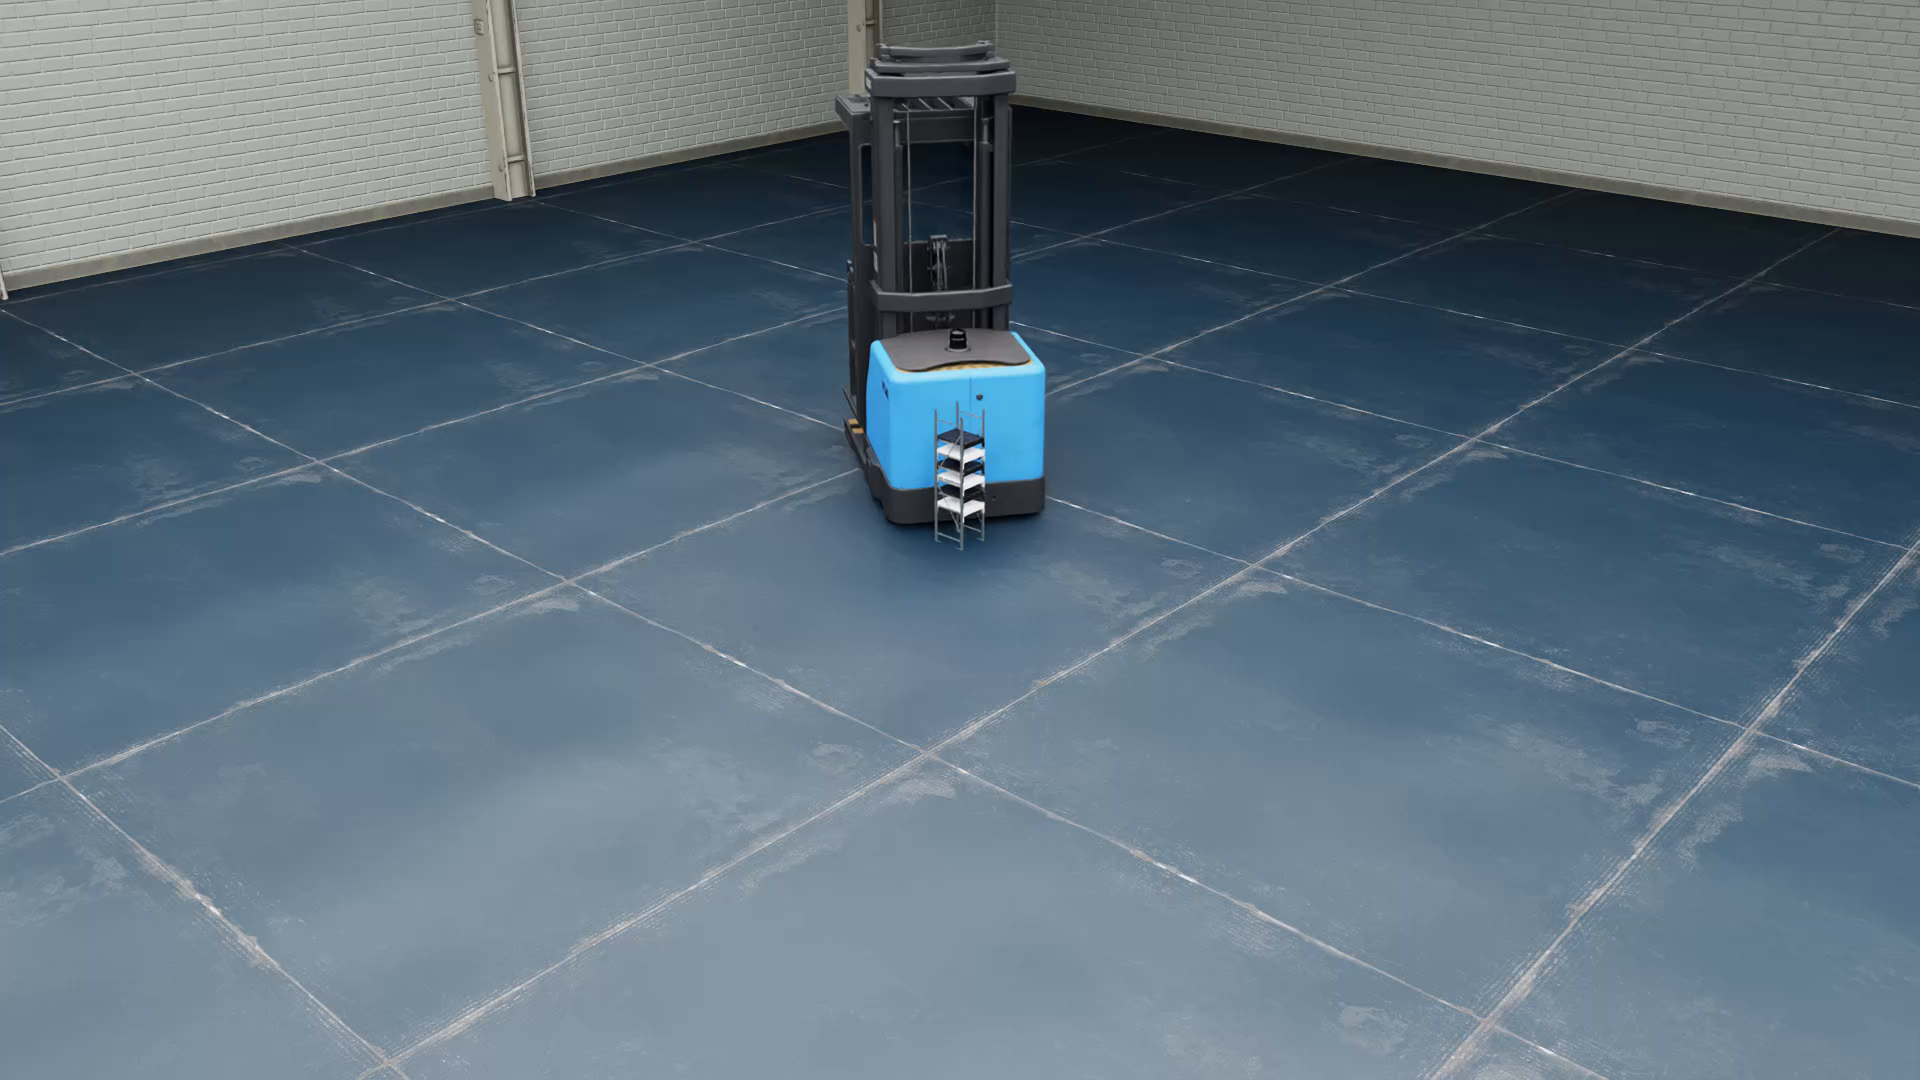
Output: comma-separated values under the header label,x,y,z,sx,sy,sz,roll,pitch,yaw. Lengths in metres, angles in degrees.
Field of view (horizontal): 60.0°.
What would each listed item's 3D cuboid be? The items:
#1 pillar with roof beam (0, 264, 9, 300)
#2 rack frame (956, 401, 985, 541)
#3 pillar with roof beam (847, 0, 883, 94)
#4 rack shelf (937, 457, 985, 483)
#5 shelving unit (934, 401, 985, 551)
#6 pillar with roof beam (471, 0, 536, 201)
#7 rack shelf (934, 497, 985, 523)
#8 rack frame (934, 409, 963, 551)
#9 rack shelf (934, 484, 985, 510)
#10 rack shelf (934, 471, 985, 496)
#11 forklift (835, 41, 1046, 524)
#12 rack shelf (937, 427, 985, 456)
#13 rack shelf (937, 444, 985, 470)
label,x,y,z,sx,sy,sz,roll,pitch,yaw
pillar with roof beam,-6.136,-5.222,11.397,9.100,9.000,0.400,20,31,38
rack frame,0.065,-0.434,10.619,0.240,0.900,0.006,20,31,38
pillar with roof beam,1.873,-8.878,19.551,9.100,9.000,0.400,20,31,38
rack shelf,-0.003,-0.455,10.527,0.258,0.077,0.200,20,31,38
shelving unit,-0.003,-0.403,10.550,0.258,0.900,0.210,20,31,38
pillar with roof beam,-2.132,-7.050,15.474,9.100,9.000,0.400,20,31,38
rack shelf,-0.003,-0.209,10.637,0.258,0.077,0.200,20,31,38
rack frame,-0.071,-0.372,10.481,0.240,0.900,0.006,20,31,38
rack shelf,-0.003,-0.291,10.600,0.258,0.077,0.200,20,31,38
rack shelf,-0.003,-0.373,10.563,0.258,0.077,0.200,20,31,38
forklift,-0.247,-2.018,11.669,1.130,2.935,3.031,-5,25,-11
rack shelf,-0.003,-0.619,10.453,0.258,0.077,0.200,20,31,38
rack shelf,-0.003,-0.537,10.490,0.258,0.077,0.200,20,31,38
